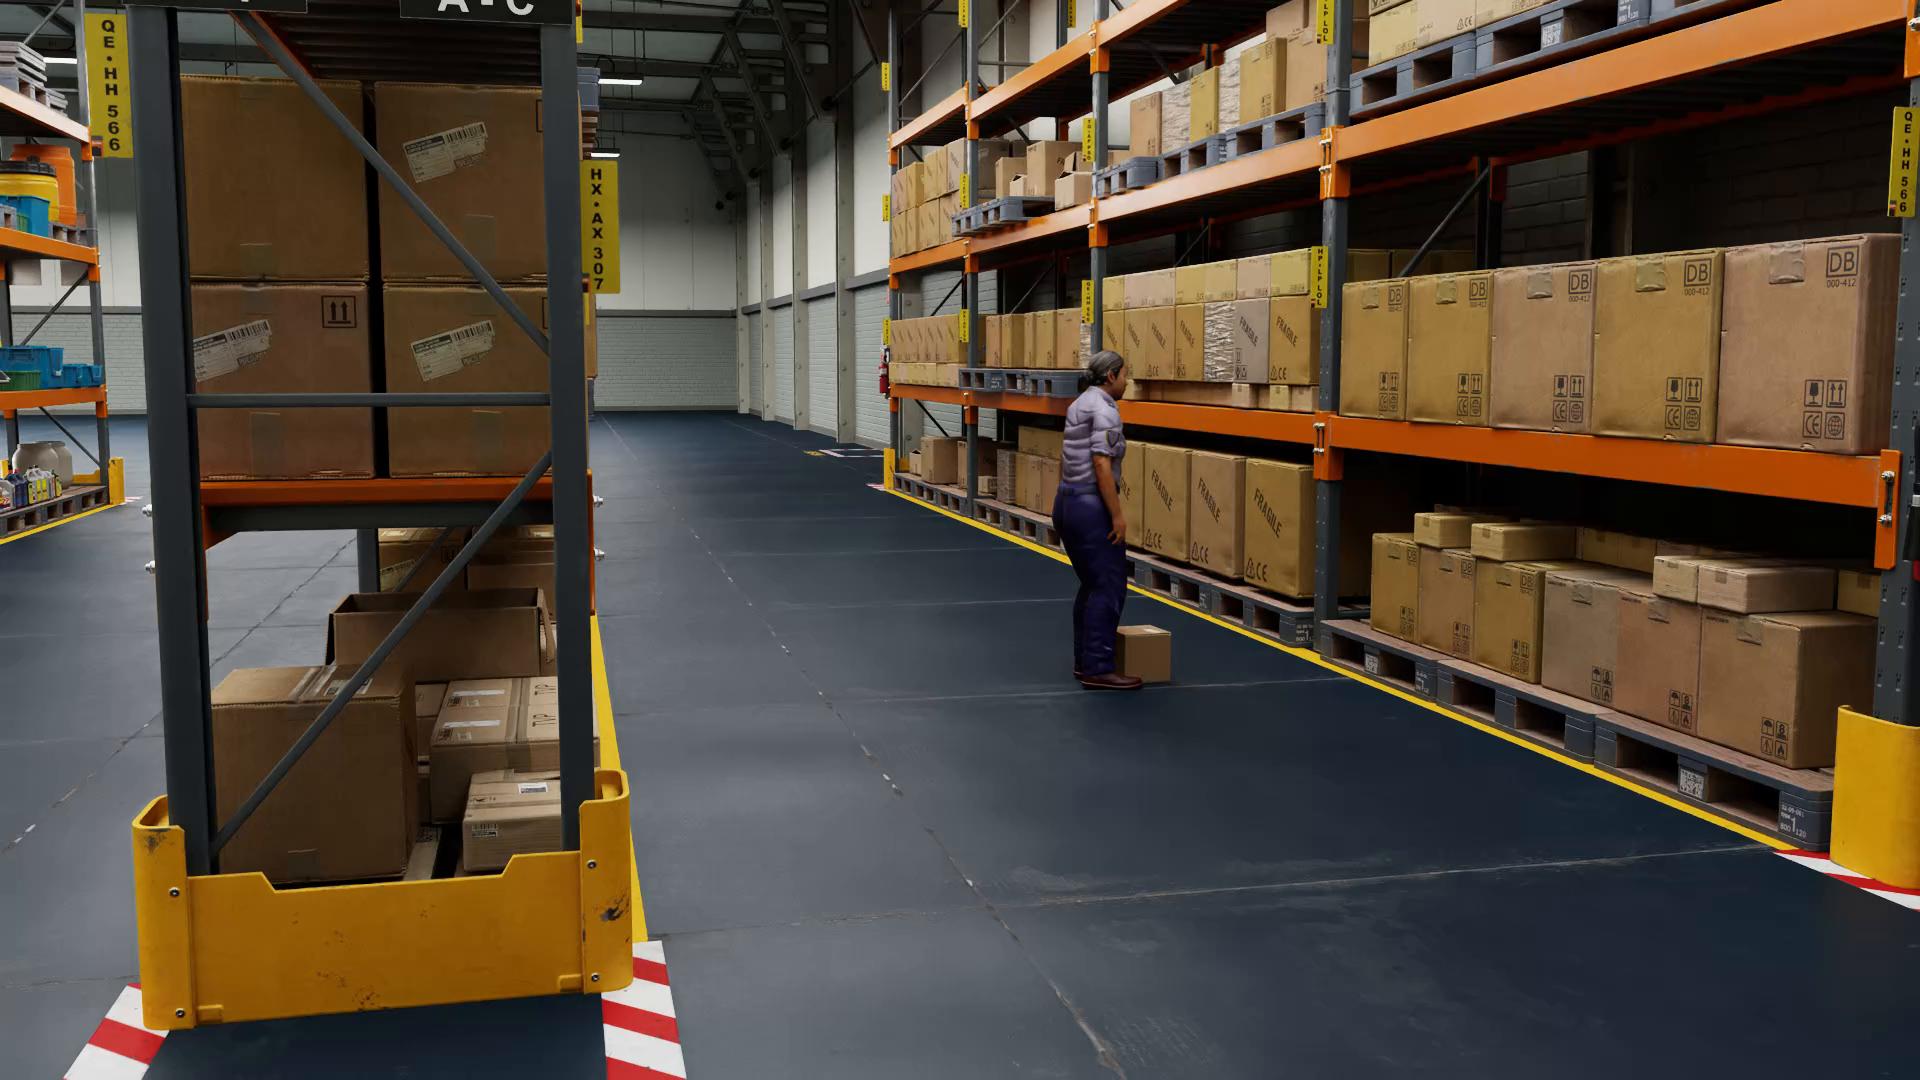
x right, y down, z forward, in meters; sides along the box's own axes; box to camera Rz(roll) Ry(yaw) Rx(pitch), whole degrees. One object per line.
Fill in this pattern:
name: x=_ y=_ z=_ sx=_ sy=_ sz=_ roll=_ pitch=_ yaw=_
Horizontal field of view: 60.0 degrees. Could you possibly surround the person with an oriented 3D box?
person: x=0.690 y=-0.113 z=8.257 sx=0.416 sy=1.652 sz=0.553 roll=-2 pitch=6 yaw=-15
